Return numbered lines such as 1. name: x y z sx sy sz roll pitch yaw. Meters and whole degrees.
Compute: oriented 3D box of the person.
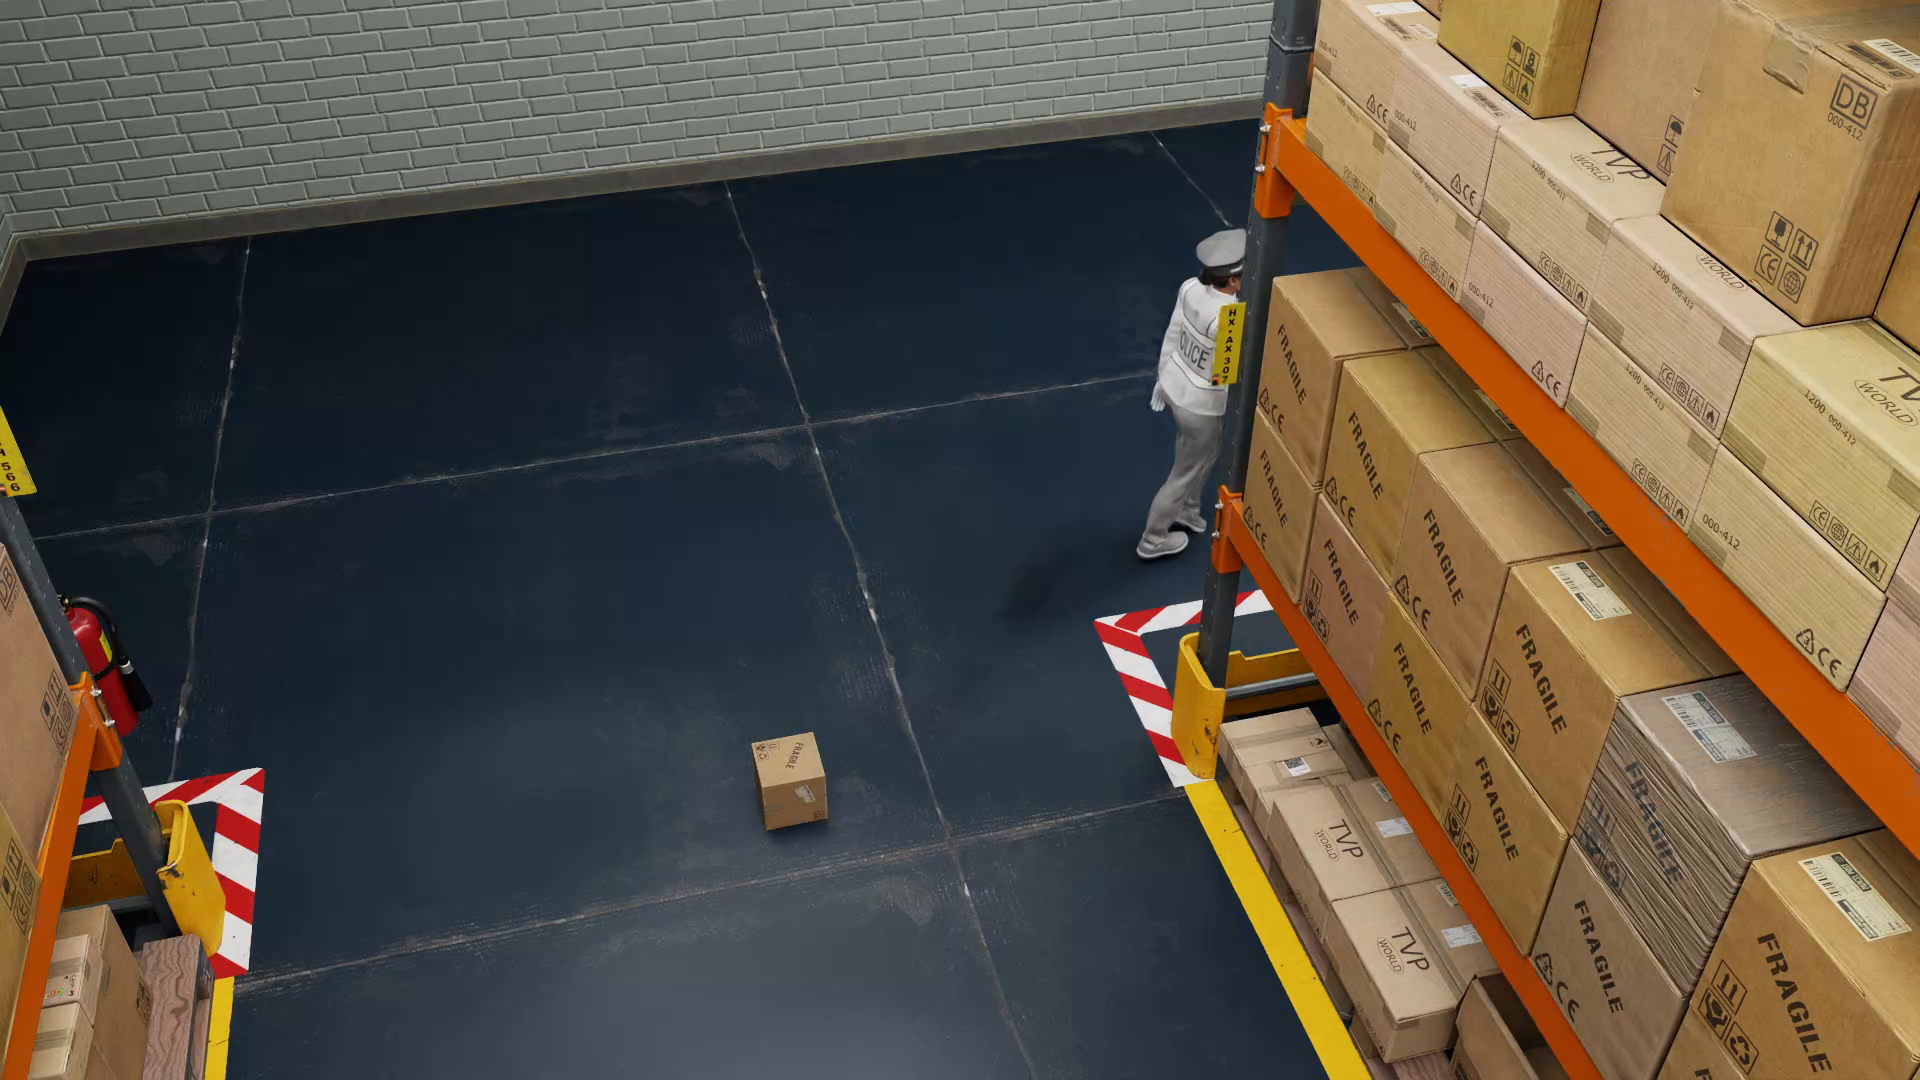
1. person: 1.079 -0.584 7.441 0.491 1.728 0.496 -13 40 -15
